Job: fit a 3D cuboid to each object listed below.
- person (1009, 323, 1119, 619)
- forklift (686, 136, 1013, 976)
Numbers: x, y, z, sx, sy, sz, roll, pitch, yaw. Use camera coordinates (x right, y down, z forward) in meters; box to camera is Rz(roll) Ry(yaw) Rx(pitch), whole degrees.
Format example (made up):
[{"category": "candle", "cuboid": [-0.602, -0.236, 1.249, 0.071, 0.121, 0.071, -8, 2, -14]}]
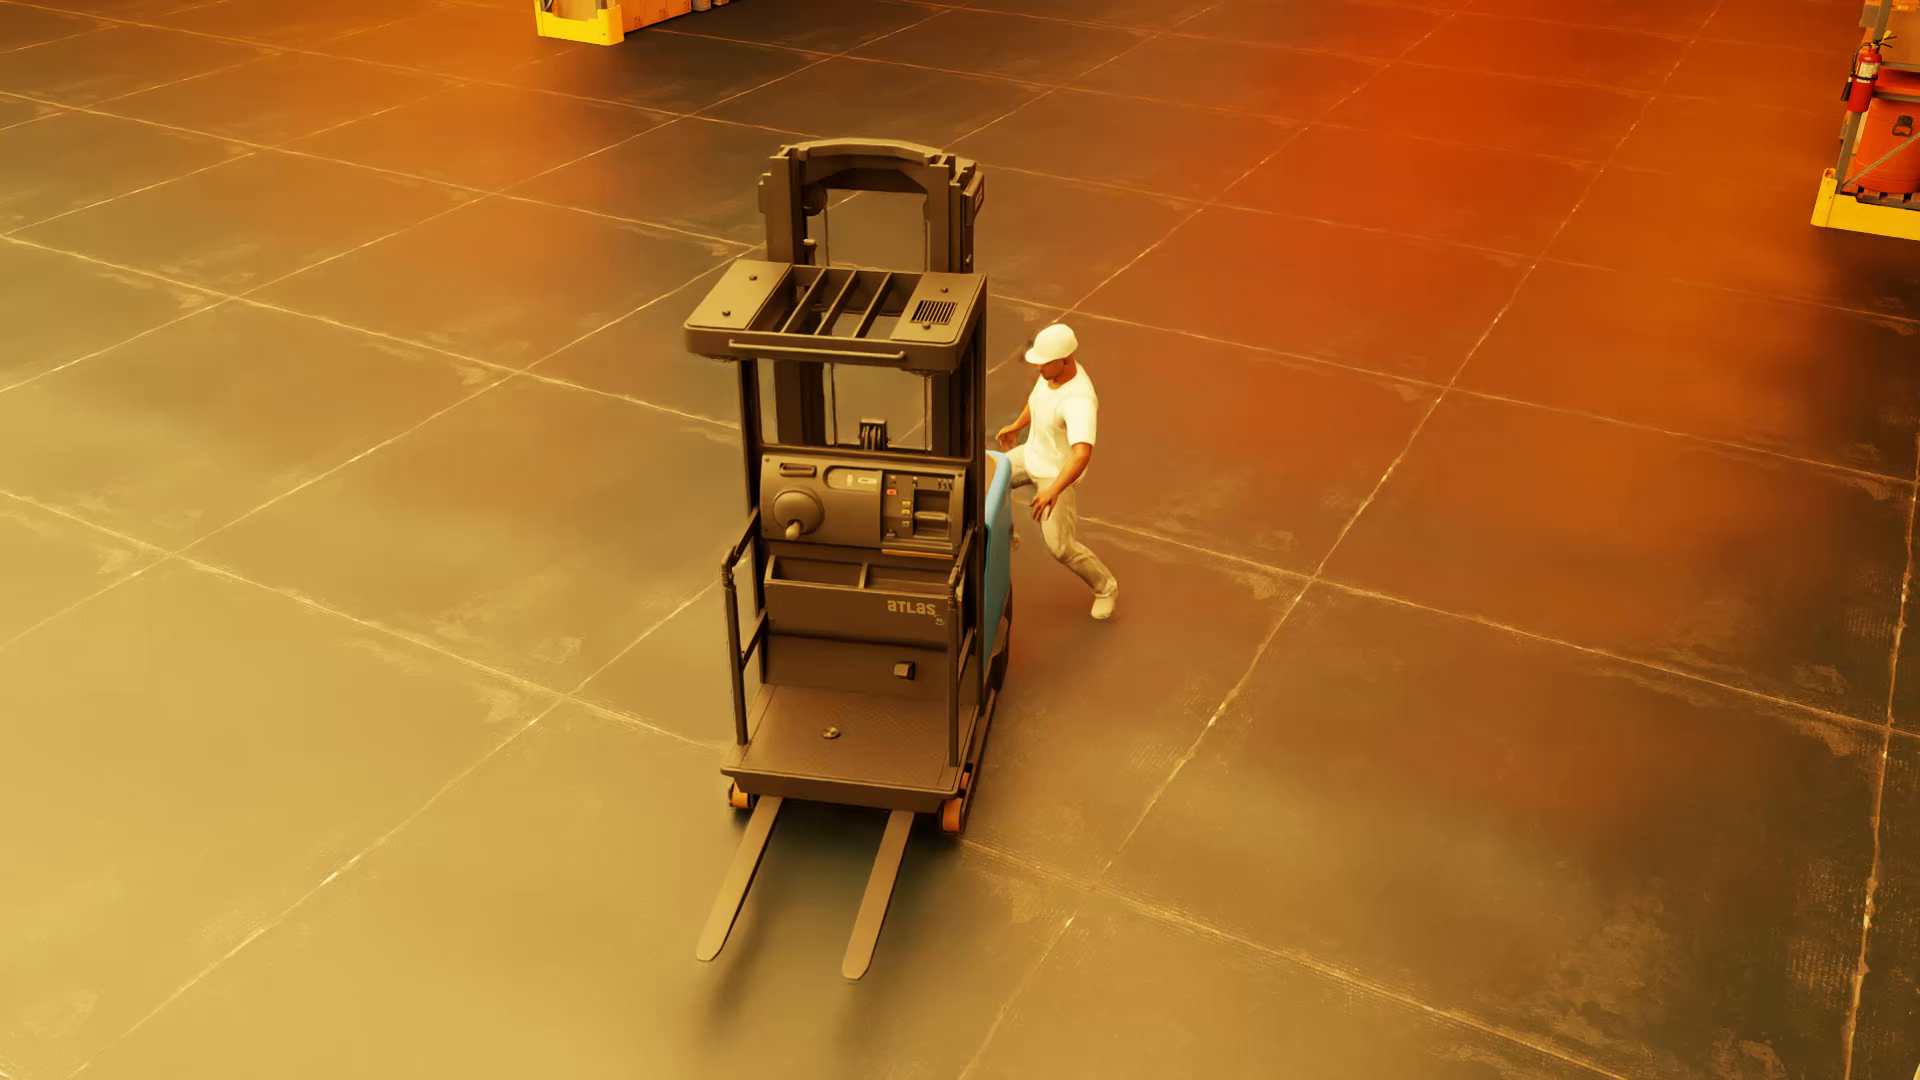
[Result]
[{"category": "person", "cuboid": [0.518, -0.430, 9.146, 0.678, 1.639, 1.019, -8, 31, -13]}, {"category": "forklift", "cuboid": [-0.468, -0.129, 7.295, 1.130, 2.935, 3.031, 5, 30, 8]}]
